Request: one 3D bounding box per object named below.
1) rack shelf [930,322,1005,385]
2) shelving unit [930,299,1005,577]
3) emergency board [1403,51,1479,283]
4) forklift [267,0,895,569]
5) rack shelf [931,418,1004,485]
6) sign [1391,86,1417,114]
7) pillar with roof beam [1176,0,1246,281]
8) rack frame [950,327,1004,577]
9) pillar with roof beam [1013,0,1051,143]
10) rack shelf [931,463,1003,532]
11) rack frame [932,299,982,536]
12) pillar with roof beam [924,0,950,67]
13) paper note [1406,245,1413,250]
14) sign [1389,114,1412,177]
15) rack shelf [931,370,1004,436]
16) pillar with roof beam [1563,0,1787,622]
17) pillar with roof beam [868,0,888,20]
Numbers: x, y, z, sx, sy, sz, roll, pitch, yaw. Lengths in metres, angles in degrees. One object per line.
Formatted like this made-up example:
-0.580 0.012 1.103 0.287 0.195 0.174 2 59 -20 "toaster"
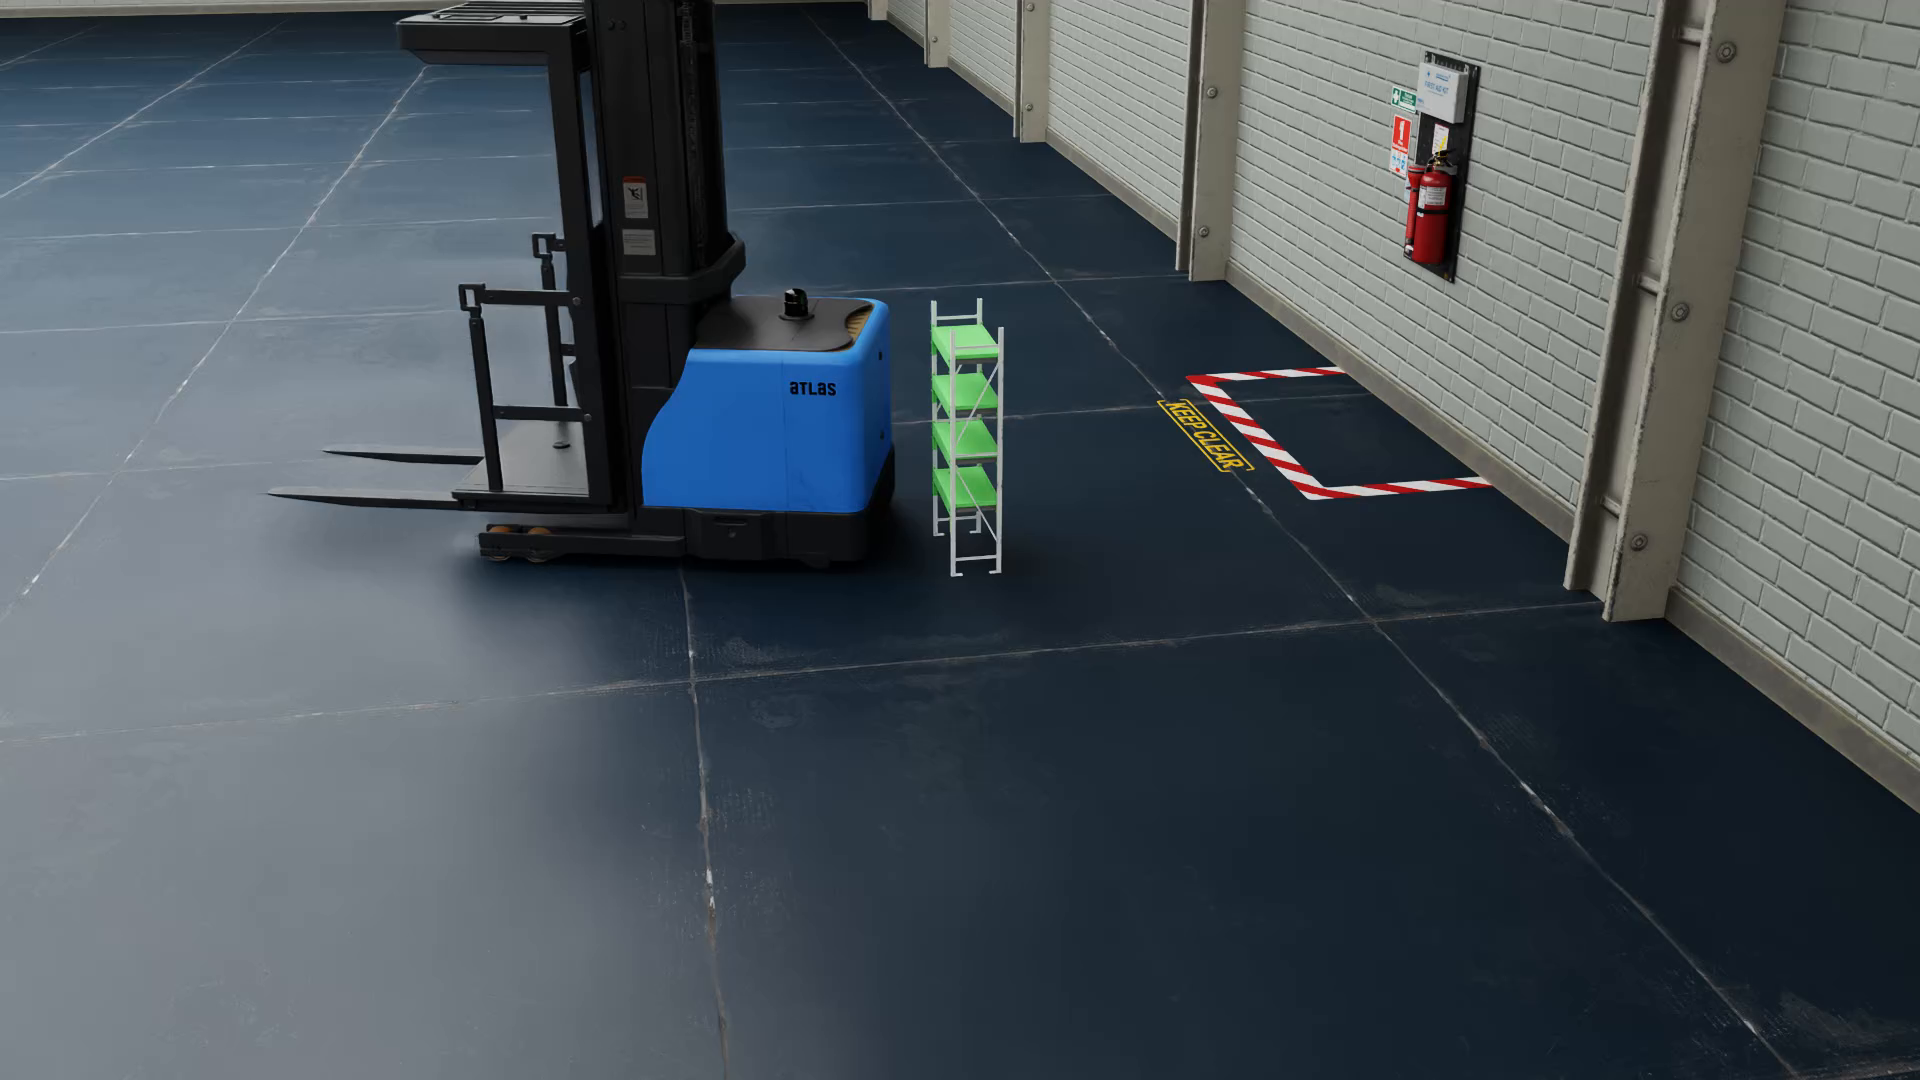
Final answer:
0.031 -0.866 7.694 0.258 0.148 0.480 -4 24 -10 "rack shelf"
0.031 -0.485 7.861 0.258 1.200 0.503 -4 24 -10 "shelving unit"
2.584 -2.073 9.249 0.194 1.169 0.643 -4 24 -10 "emergency board"
-1.890 -1.441 7.887 3.031 2.935 1.130 2 24 5 "forklift"
0.031 -0.426 7.886 0.258 0.148 0.480 -4 24 -10 "rack shelf"
2.575 -2.555 9.645 0.001 0.109 0.331 -4 24 -10 "sign"
-2.337 -5.889 10.490 9.100 9.000 0.400 -4 24 -10 "pillar with roof beam"
0.076 -0.389 7.641 0.240 1.200 0.015 -4 24 -10 "rack frame"
-3.446 -8.249 15.894 9.100 9.000 0.400 -4 24 -10 "pillar with roof beam"
0.031 -0.206 7.982 0.258 0.148 0.480 -4 24 -10 "rack shelf"
-0.015 -0.581 8.081 0.240 1.200 0.015 -4 24 -10 "rack frame"
-4.556 -10.609 21.297 9.100 9.000 0.400 -4 24 -10 "pillar with roof beam"
2.619 -1.744 9.596 0.016 0.148 0.142 -4 24 -10 "paper note"
2.583 -2.314 9.757 0.001 0.329 0.234 -4 24 -10 "sign"
0.031 -0.646 7.790 0.258 0.148 0.480 -4 24 -10 "rack shelf"
-1.227 -3.529 5.086 9.100 9.000 0.400 -4 24 -10 "pillar with roof beam"
-5.665 -12.969 26.701 9.100 9.000 0.400 -4 24 -10 "pillar with roof beam"
